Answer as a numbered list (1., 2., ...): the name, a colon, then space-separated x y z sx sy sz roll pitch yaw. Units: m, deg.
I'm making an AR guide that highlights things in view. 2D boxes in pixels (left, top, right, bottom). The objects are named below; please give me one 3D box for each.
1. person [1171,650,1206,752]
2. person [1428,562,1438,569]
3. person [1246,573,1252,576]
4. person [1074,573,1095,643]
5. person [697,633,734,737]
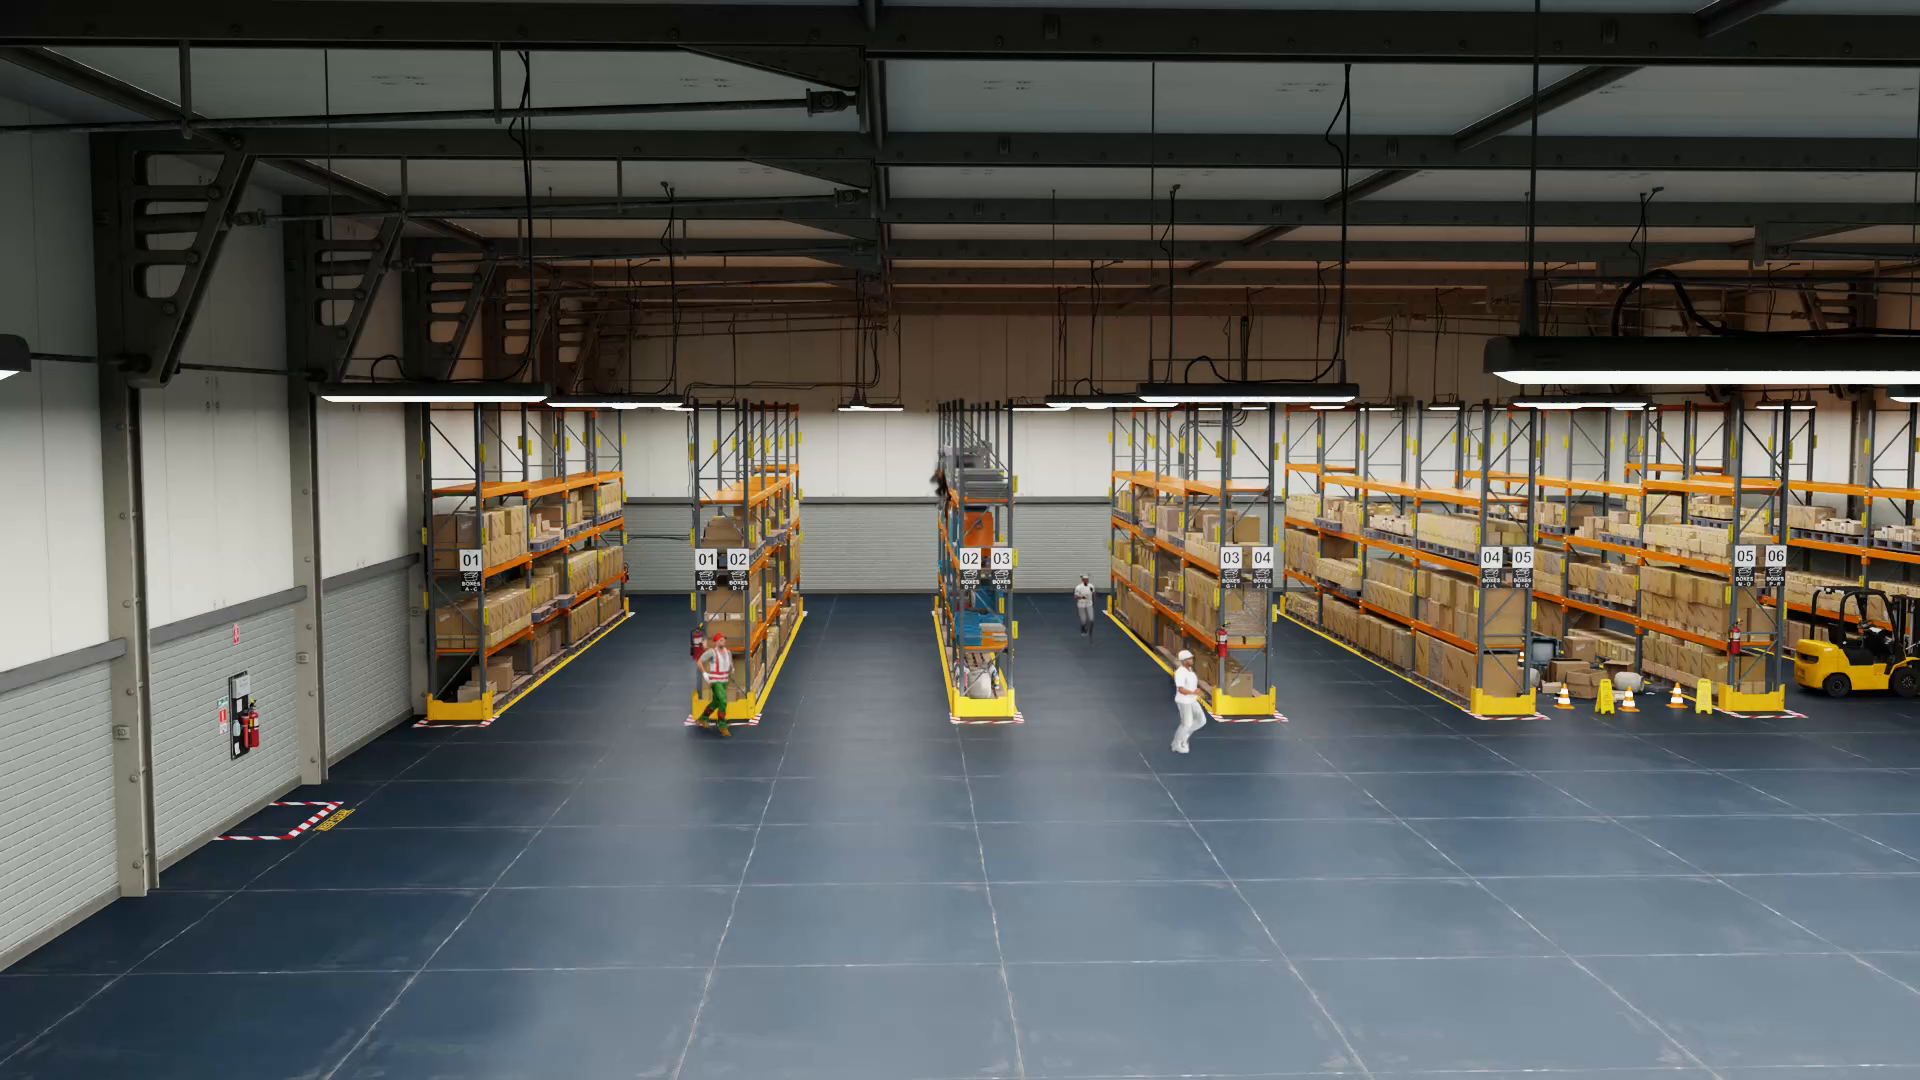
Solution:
1. person: 3.866 2.718 28.042 0.623 1.725 0.685 2 5 28
2. person: 13.951 1.220 49.257 0.570 1.553 0.557 0 4 2
3. person: 8.133 1.299 47.860 0.676 1.596 0.614 2 5 27
4. person: 3.056 1.649 40.646 0.559 1.707 0.752 0 4 -5
5. person: -4.343 2.564 29.810 0.845 1.823 0.669 3 5 32
